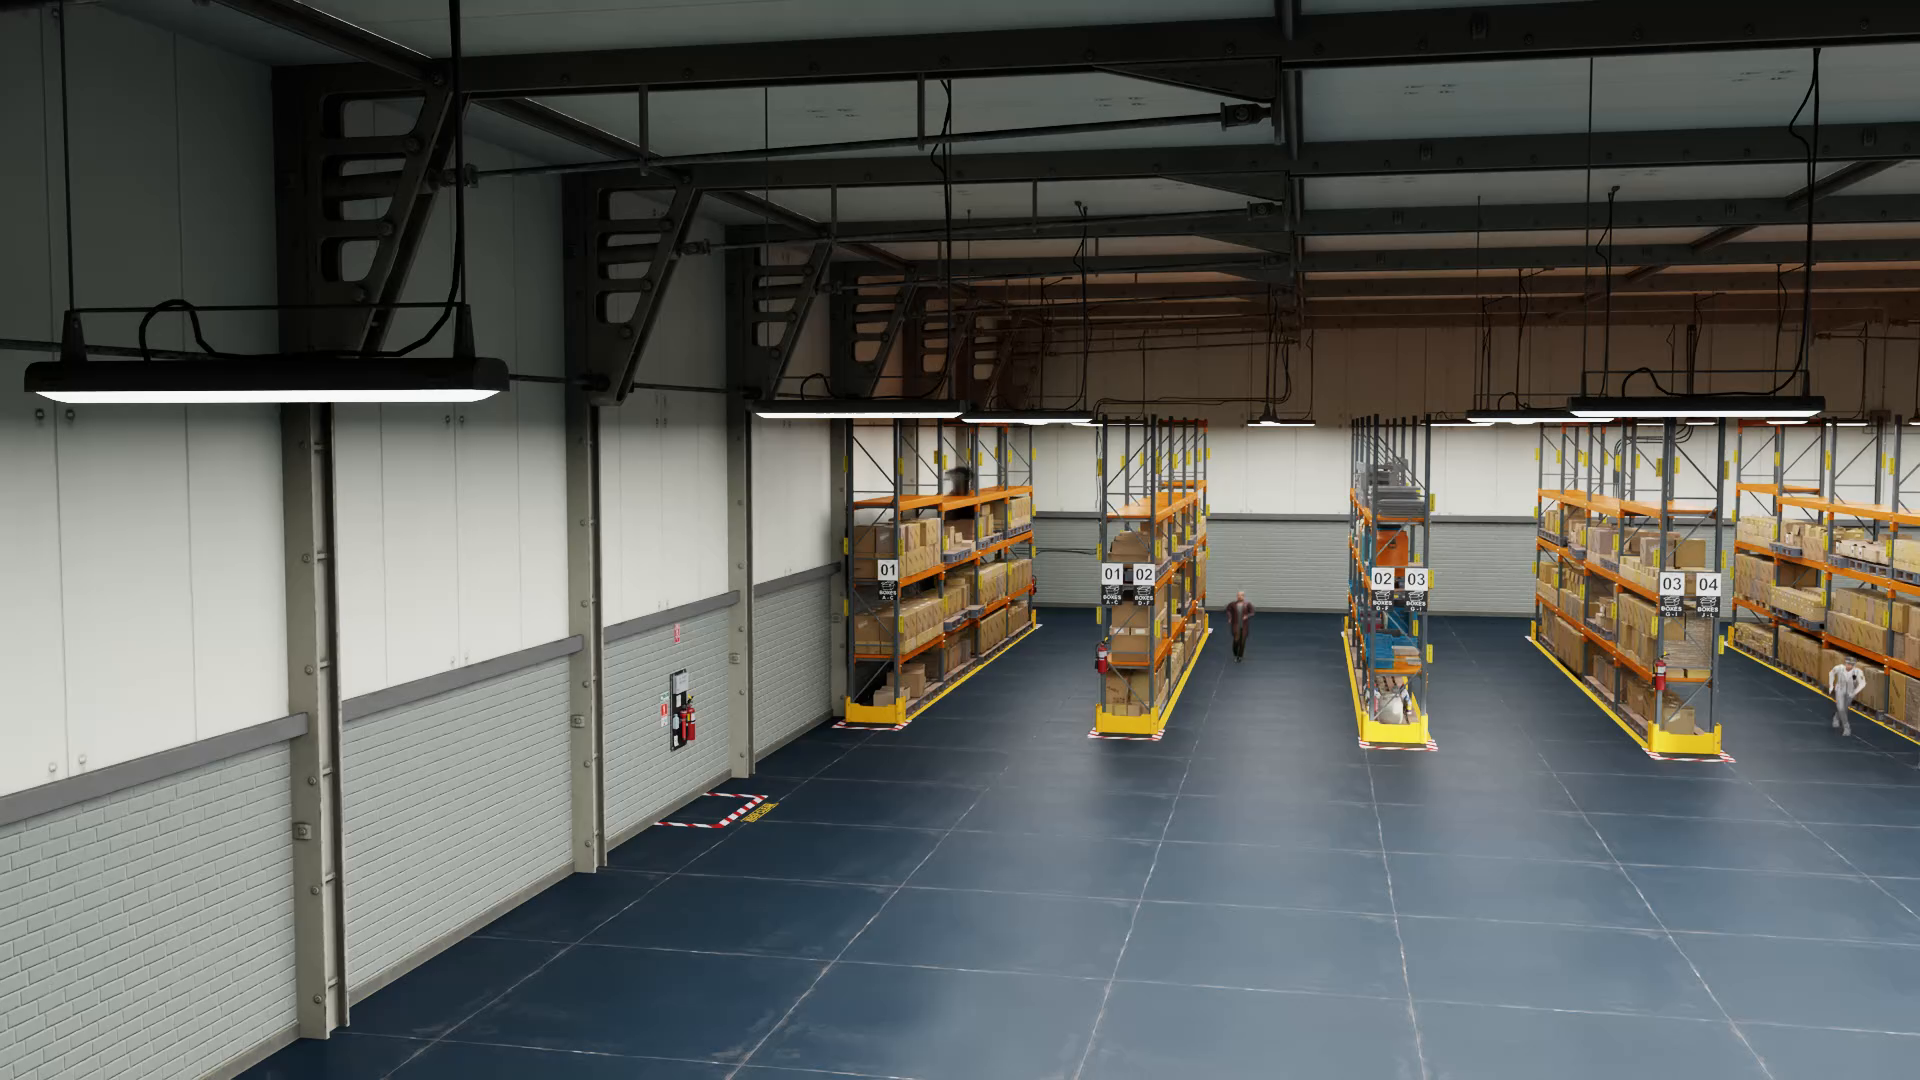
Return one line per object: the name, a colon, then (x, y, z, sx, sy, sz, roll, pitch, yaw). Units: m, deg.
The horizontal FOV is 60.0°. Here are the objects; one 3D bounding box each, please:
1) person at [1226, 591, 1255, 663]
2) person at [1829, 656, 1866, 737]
person: (6.859, 2.132, 40.646, 0.669, 1.770, 0.728, 0, 4, 4)
person: (16.706, 2.893, 31.360, 0.605, 1.512, 1.045, 1, 4, 21)
